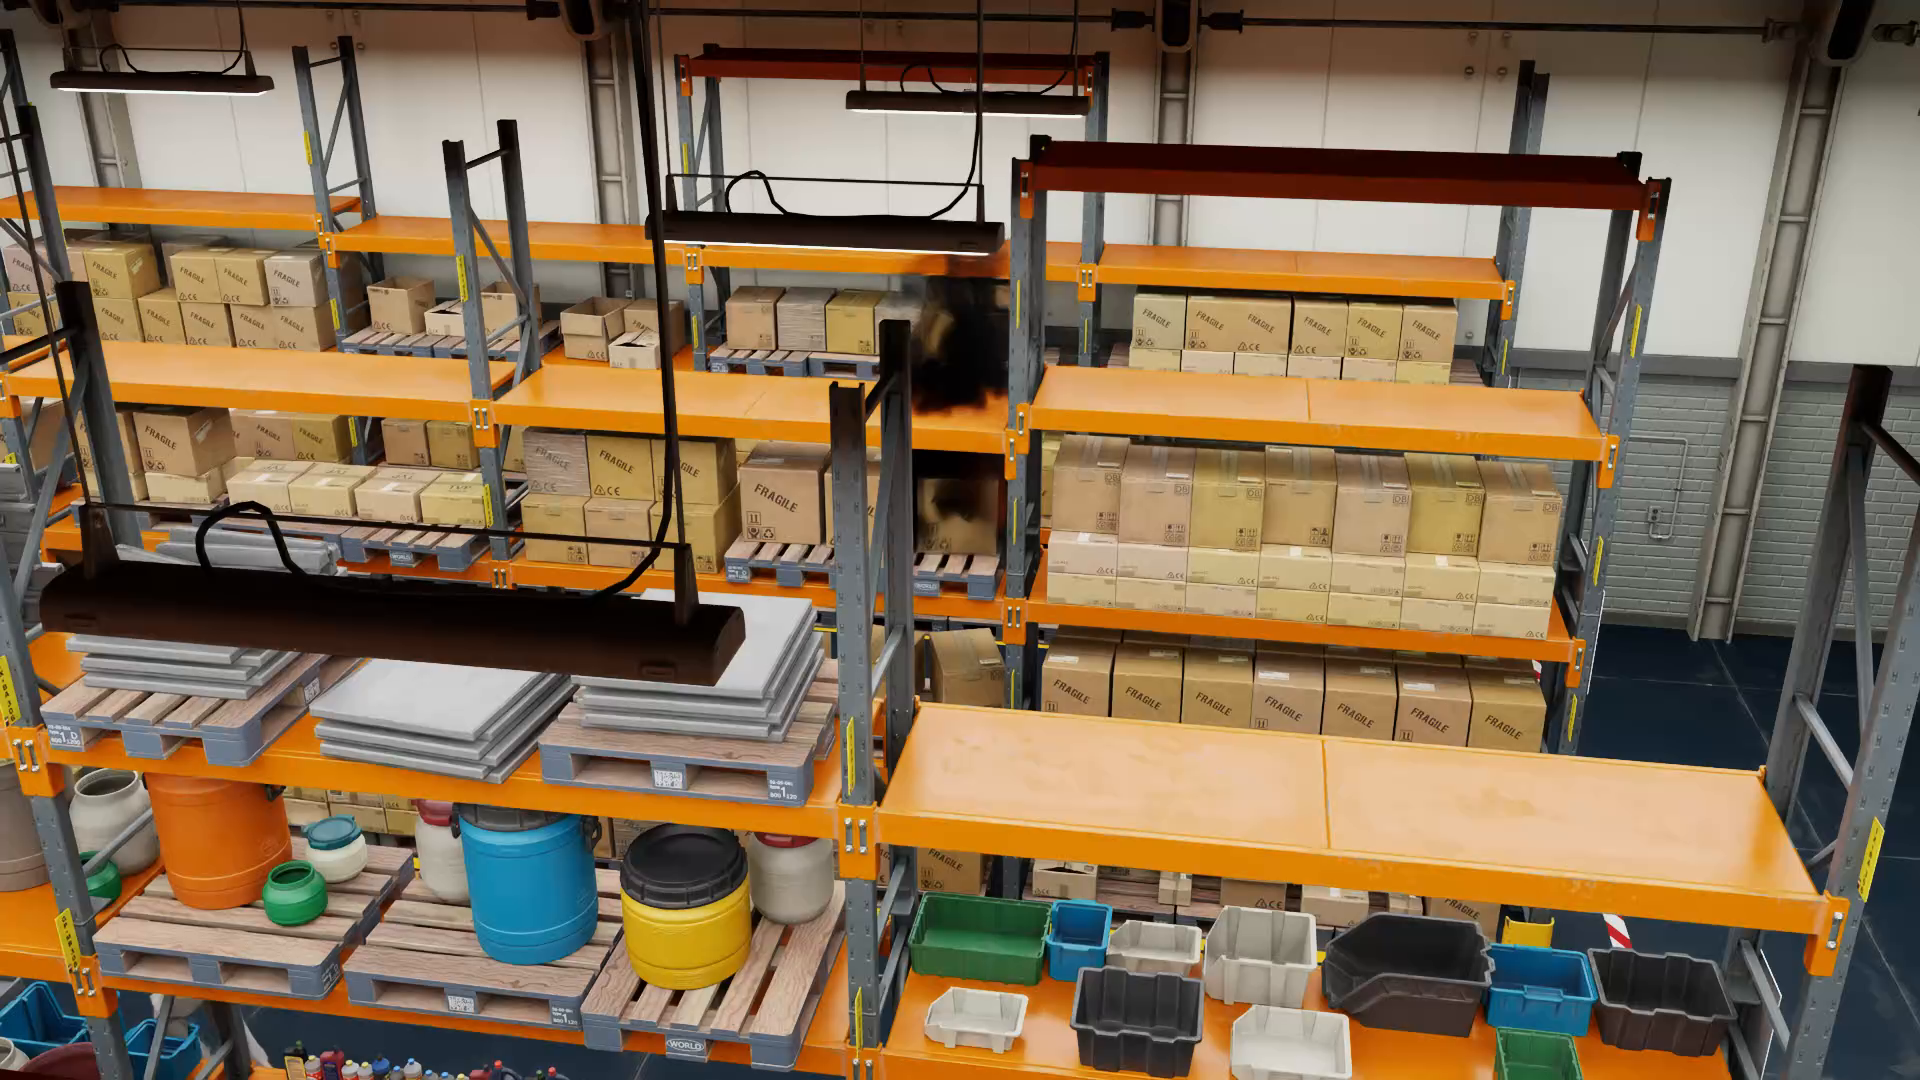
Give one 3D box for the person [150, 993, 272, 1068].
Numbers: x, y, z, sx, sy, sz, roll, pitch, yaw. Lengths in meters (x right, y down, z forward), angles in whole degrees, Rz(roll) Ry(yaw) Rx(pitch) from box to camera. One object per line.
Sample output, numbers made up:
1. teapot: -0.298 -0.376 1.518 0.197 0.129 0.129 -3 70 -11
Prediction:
1. person: -5.138 2.935 11.200 0.785 1.834 0.669 4 23 9
